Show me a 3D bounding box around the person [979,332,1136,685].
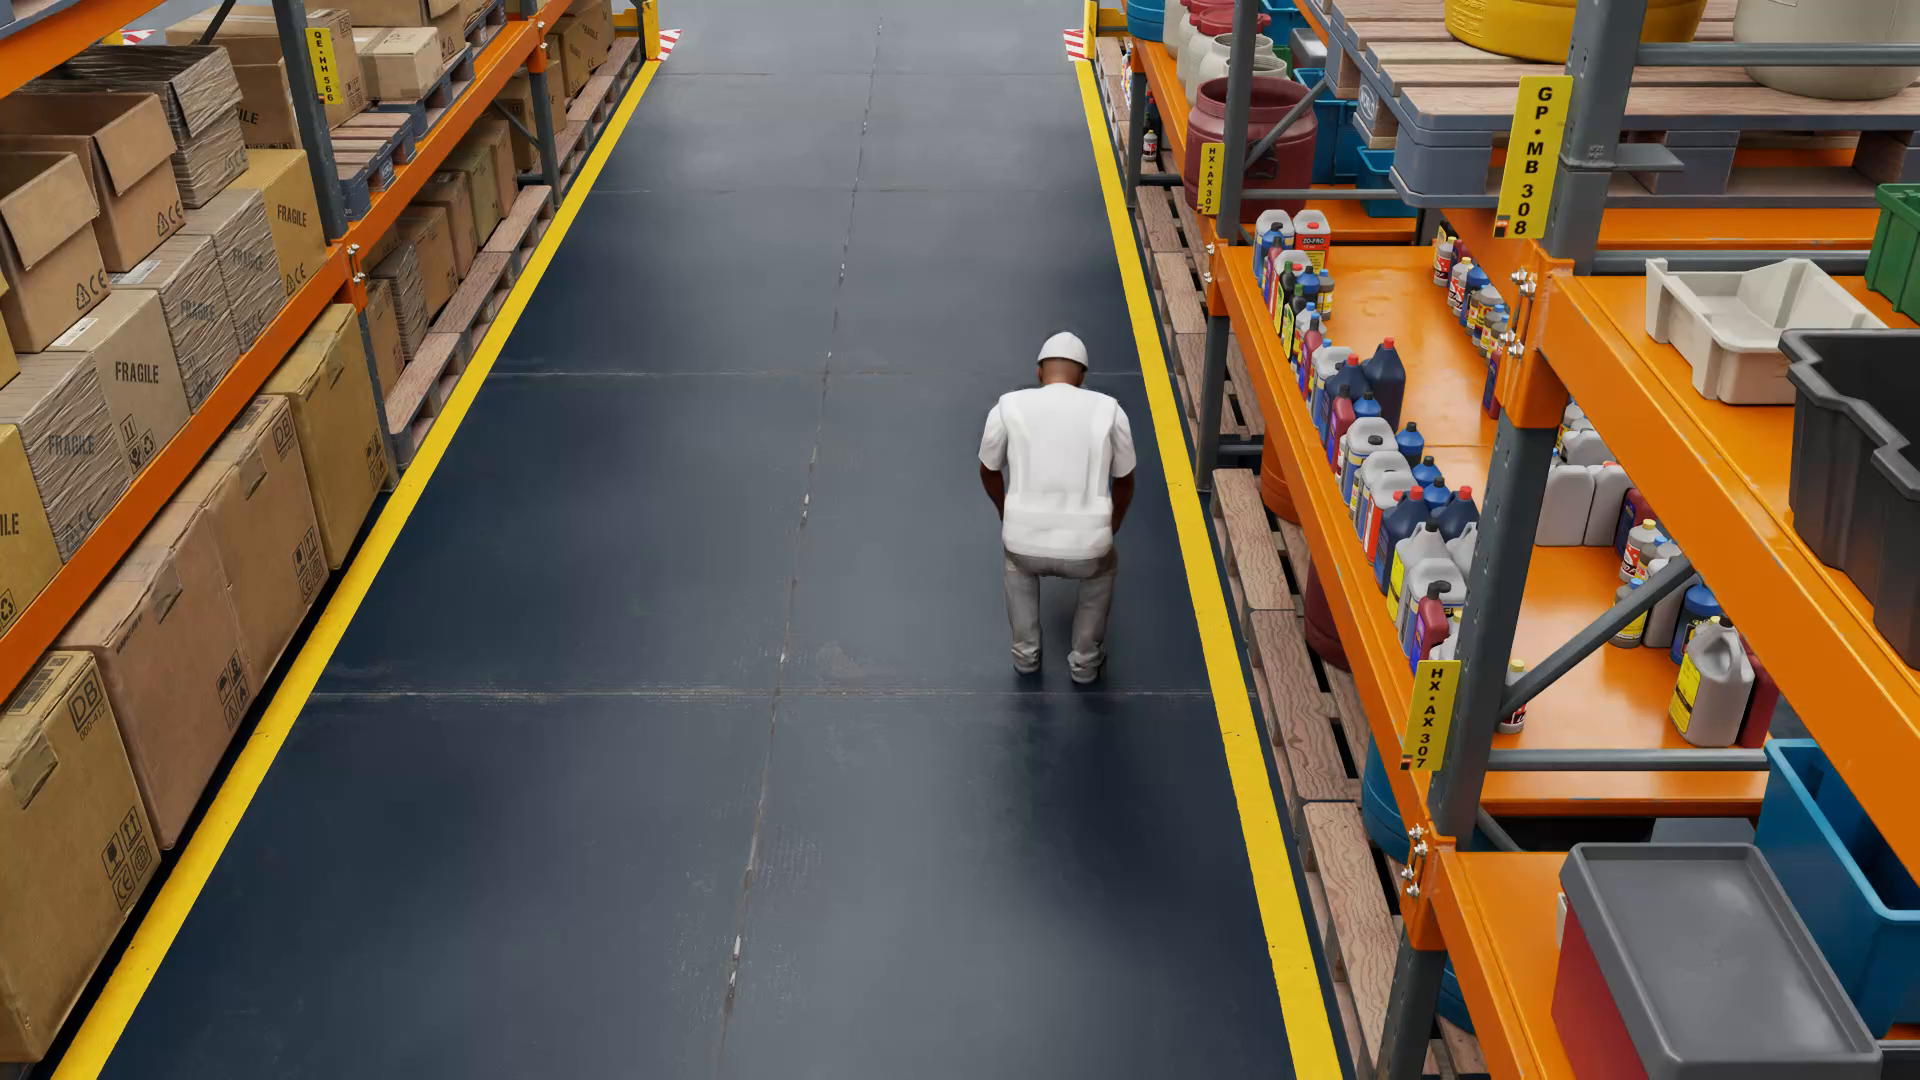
[{"bbox_3d":[0.373,-0.098,6.682,0.631,1.343,0.790,5,32,8],"label":"person"}]
